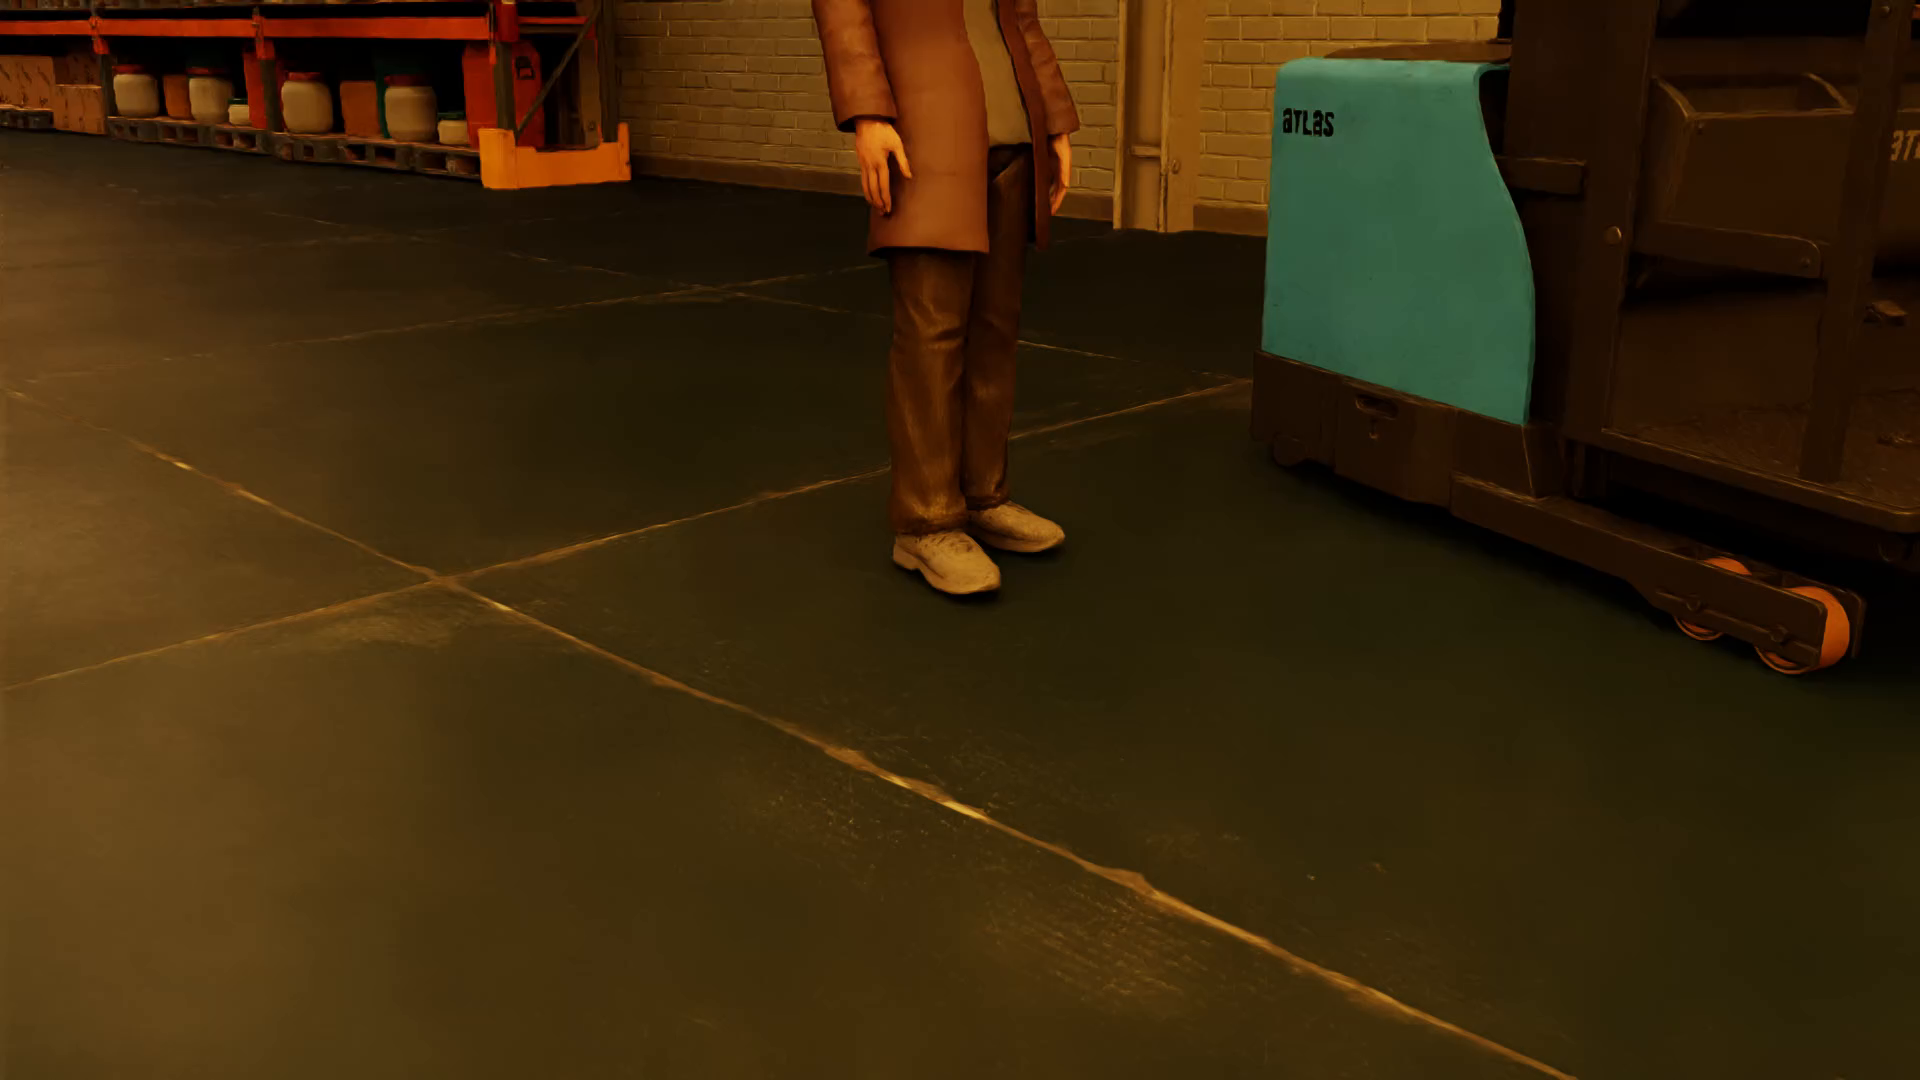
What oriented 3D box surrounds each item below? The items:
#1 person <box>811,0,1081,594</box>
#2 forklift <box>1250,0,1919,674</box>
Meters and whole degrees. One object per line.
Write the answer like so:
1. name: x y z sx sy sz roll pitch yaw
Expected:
1. person: 0.062 -0.833 3.567 0.580 1.769 0.694 16 23 42
2. forklift: 1.890 -1.297 3.126 1.130 2.935 3.031 -8 19 -24
